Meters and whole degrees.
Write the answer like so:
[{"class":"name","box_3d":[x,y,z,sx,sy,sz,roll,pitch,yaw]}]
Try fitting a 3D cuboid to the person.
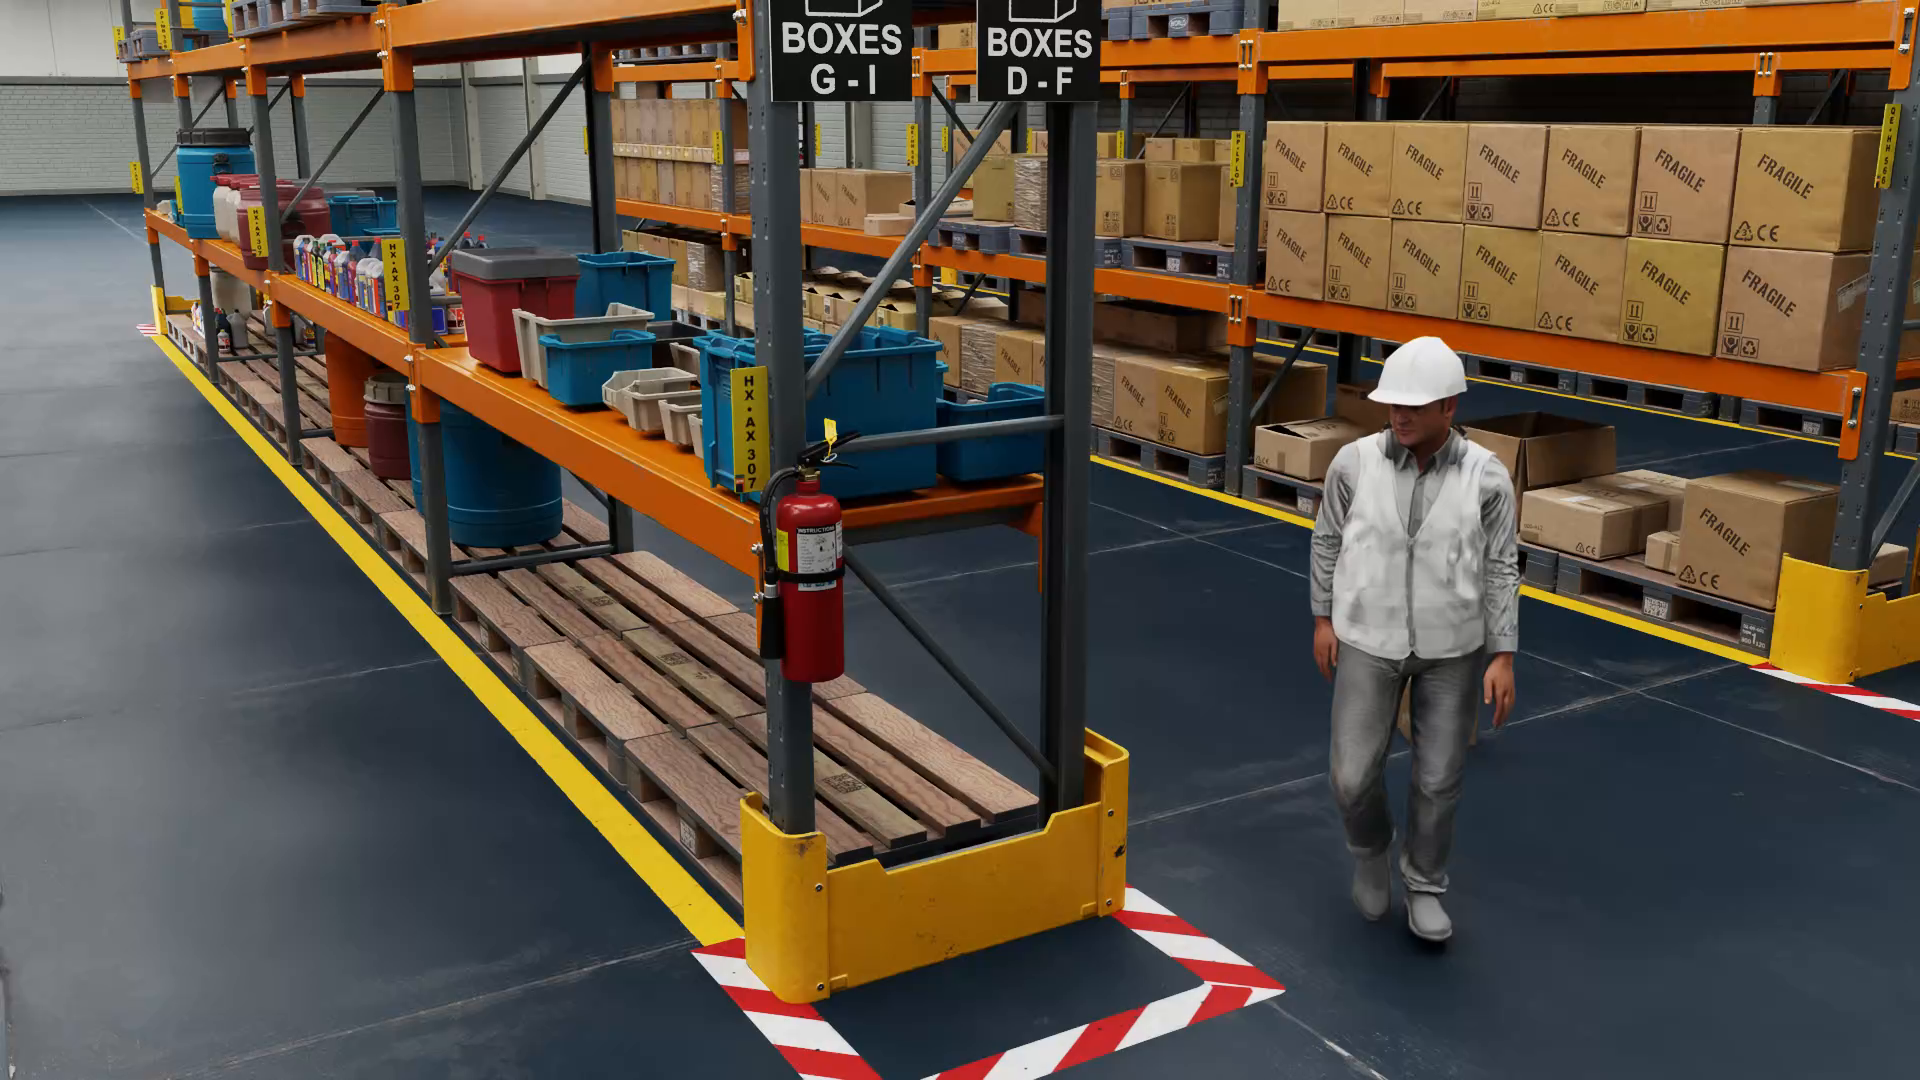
[{"class":"person","box_3d":[1.285,0.303,4.767,0.578,1.781,0.457,3,15,13]}]
